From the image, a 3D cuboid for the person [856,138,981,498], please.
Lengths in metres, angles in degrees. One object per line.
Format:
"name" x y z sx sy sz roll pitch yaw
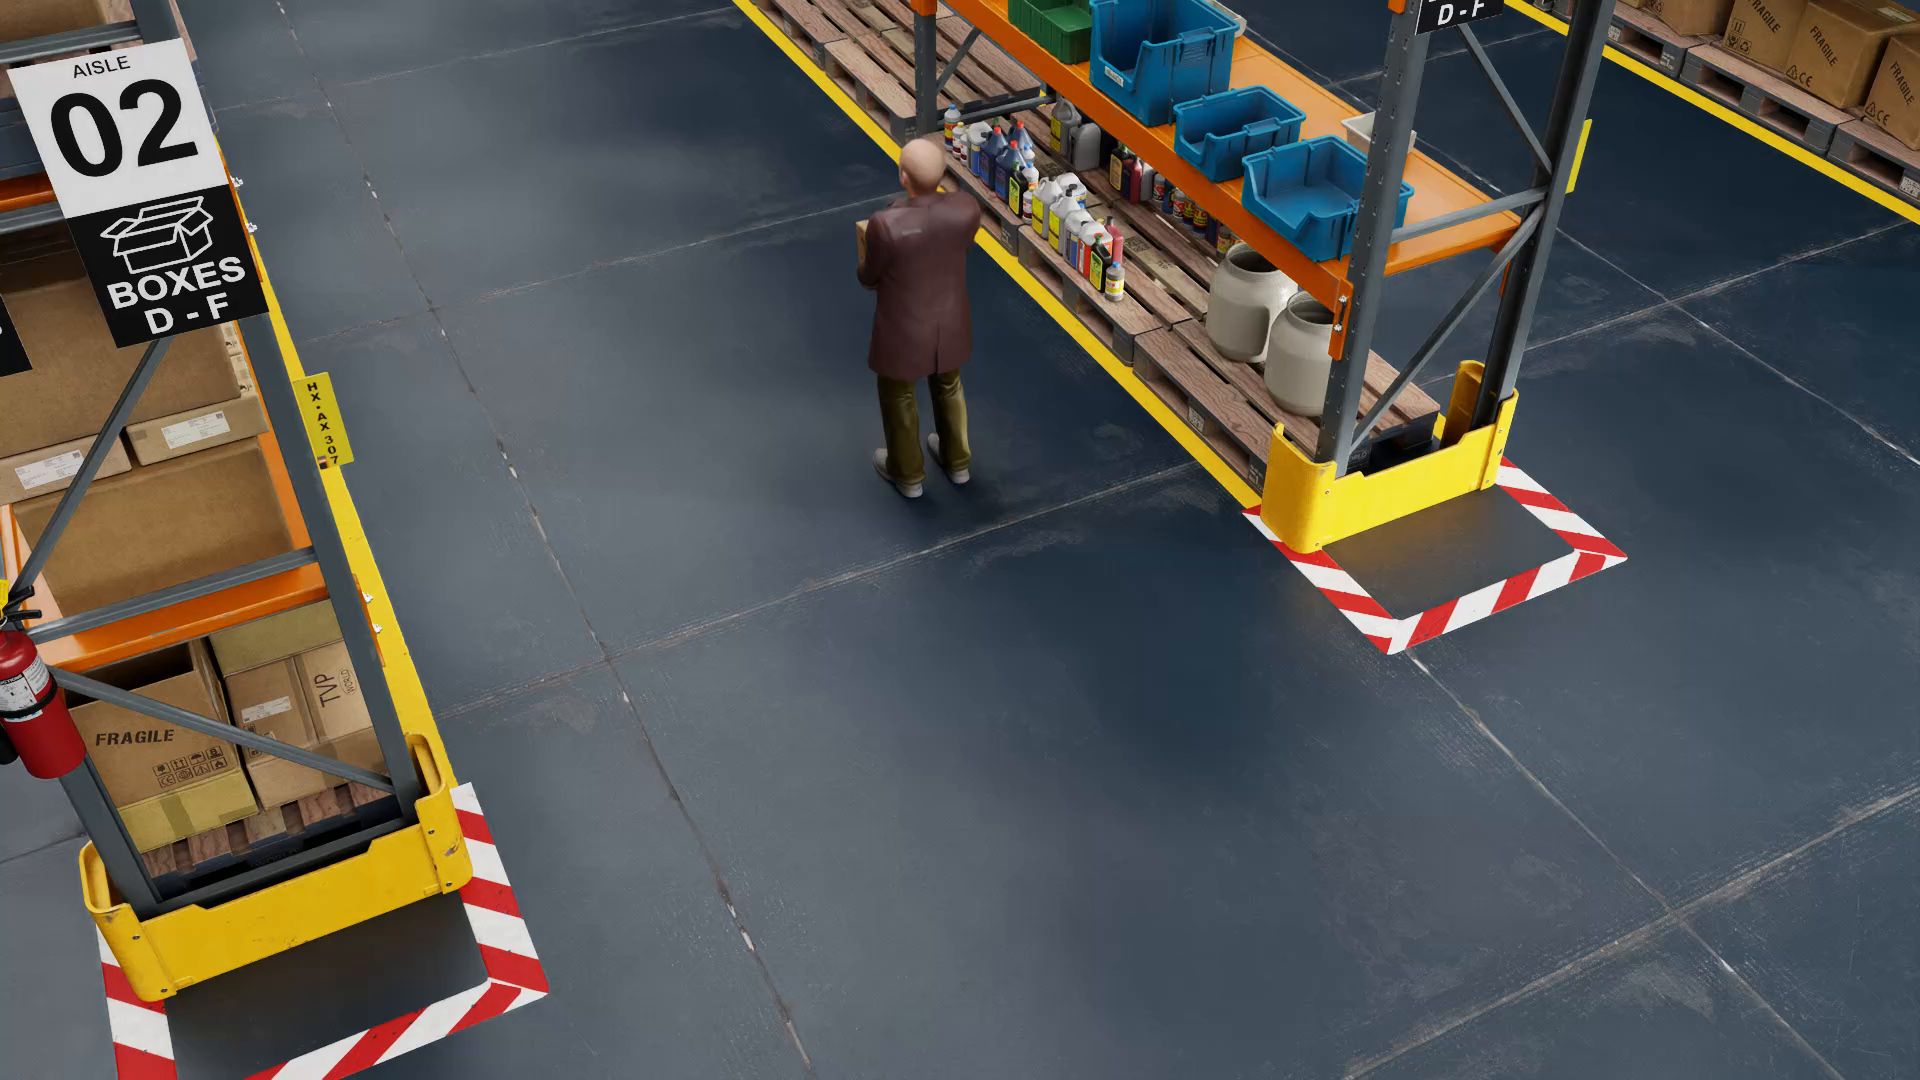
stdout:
"person" -0.214 -1.031 7.372 0.530 1.770 0.555 -18 44 -20
